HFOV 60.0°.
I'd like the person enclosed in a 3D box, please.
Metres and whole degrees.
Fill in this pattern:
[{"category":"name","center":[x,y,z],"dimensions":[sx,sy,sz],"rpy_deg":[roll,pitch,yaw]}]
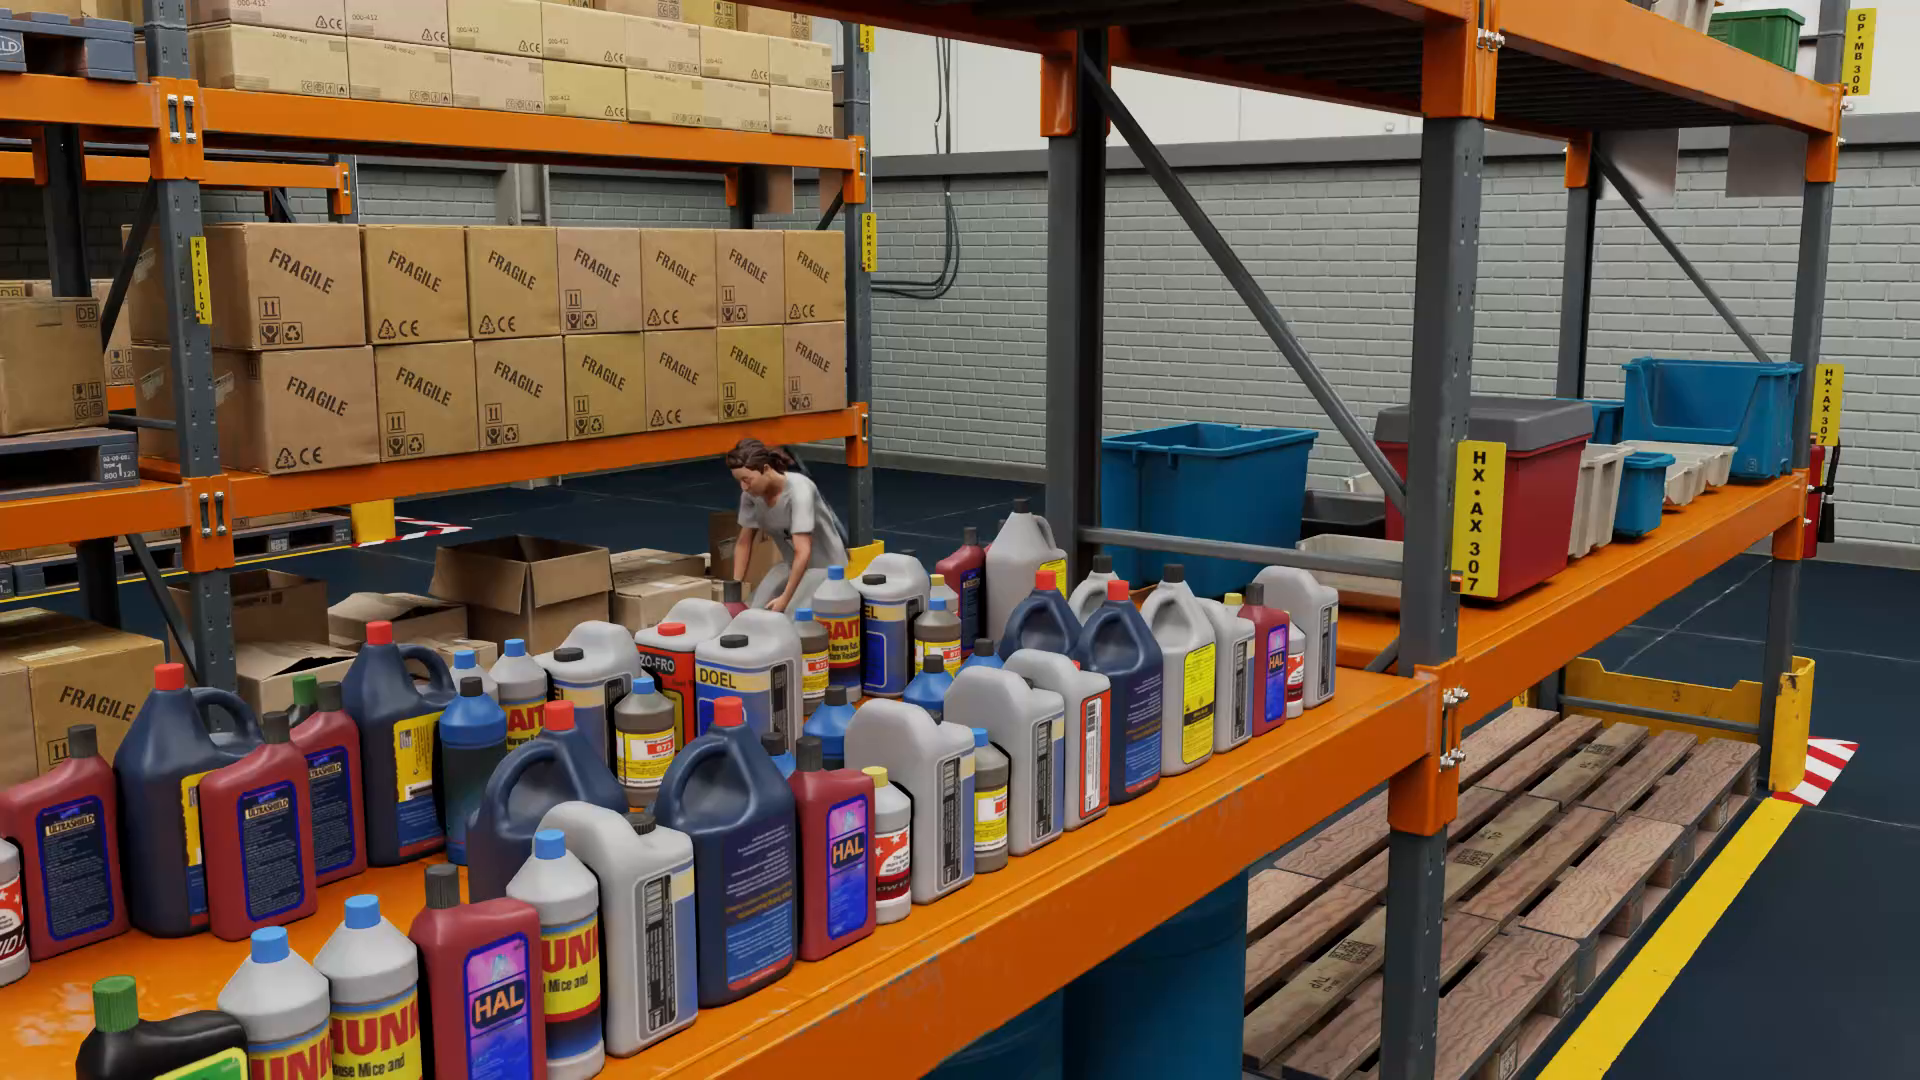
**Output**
[{"category":"person","center":[-0.806,0.181,7.793],"dimensions":[0.491,1.362,0.652],"rpy_deg":[9,14,43]}]
